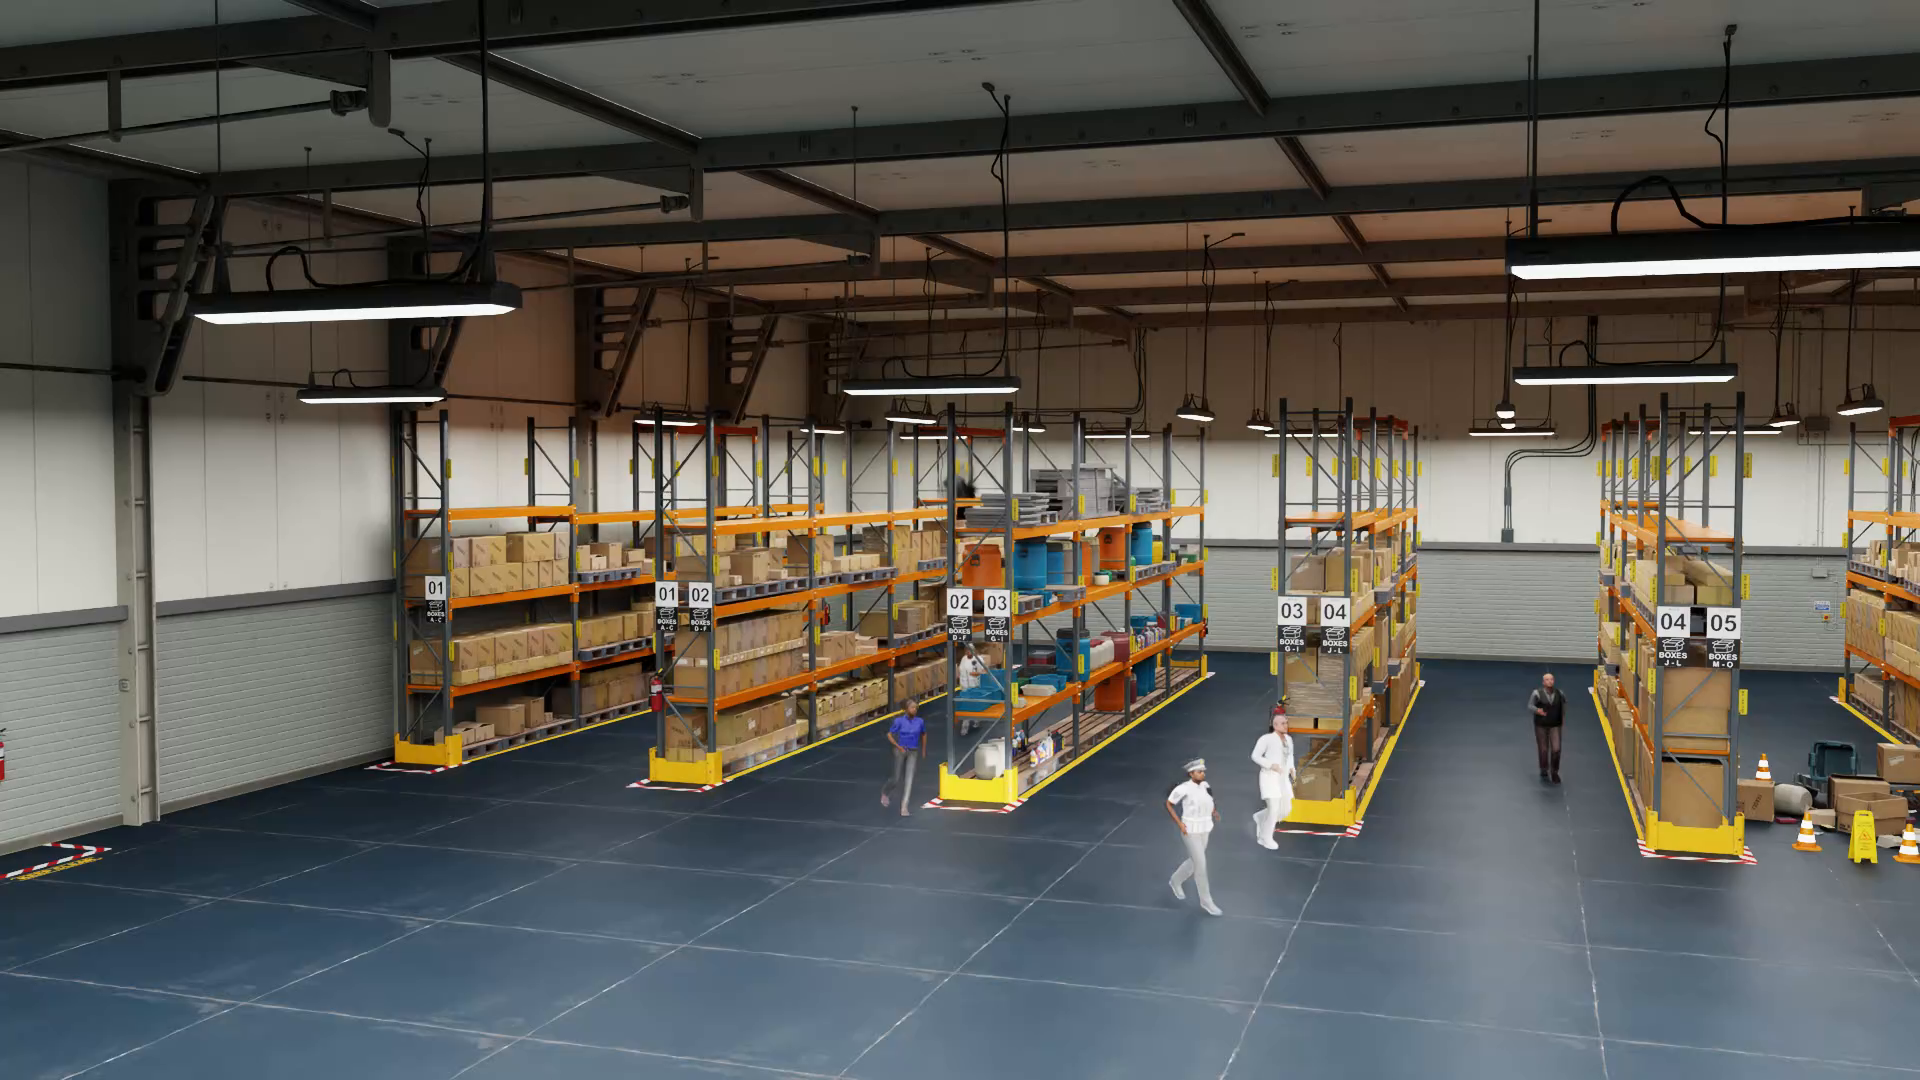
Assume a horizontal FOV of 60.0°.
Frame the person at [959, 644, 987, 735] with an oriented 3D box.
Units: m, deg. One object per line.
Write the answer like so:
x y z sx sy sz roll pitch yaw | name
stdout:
0.246 2.818 31.650 0.587 1.702 0.867 1 3 17 | person

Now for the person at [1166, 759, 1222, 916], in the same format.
2.671 3.328 18.901 0.576 1.705 0.883 -2 3 -40 | person

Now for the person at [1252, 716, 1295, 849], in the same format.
4.206 3.201 22.130 0.737 1.725 0.690 -1 3 -30 | person

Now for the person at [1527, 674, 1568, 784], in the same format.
9.404 3.017 26.606 0.641 1.762 0.744 1 3 14 | person

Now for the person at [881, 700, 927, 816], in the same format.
-0.764 3.147 24.273 0.641 1.632 0.785 -1 3 -19 | person
